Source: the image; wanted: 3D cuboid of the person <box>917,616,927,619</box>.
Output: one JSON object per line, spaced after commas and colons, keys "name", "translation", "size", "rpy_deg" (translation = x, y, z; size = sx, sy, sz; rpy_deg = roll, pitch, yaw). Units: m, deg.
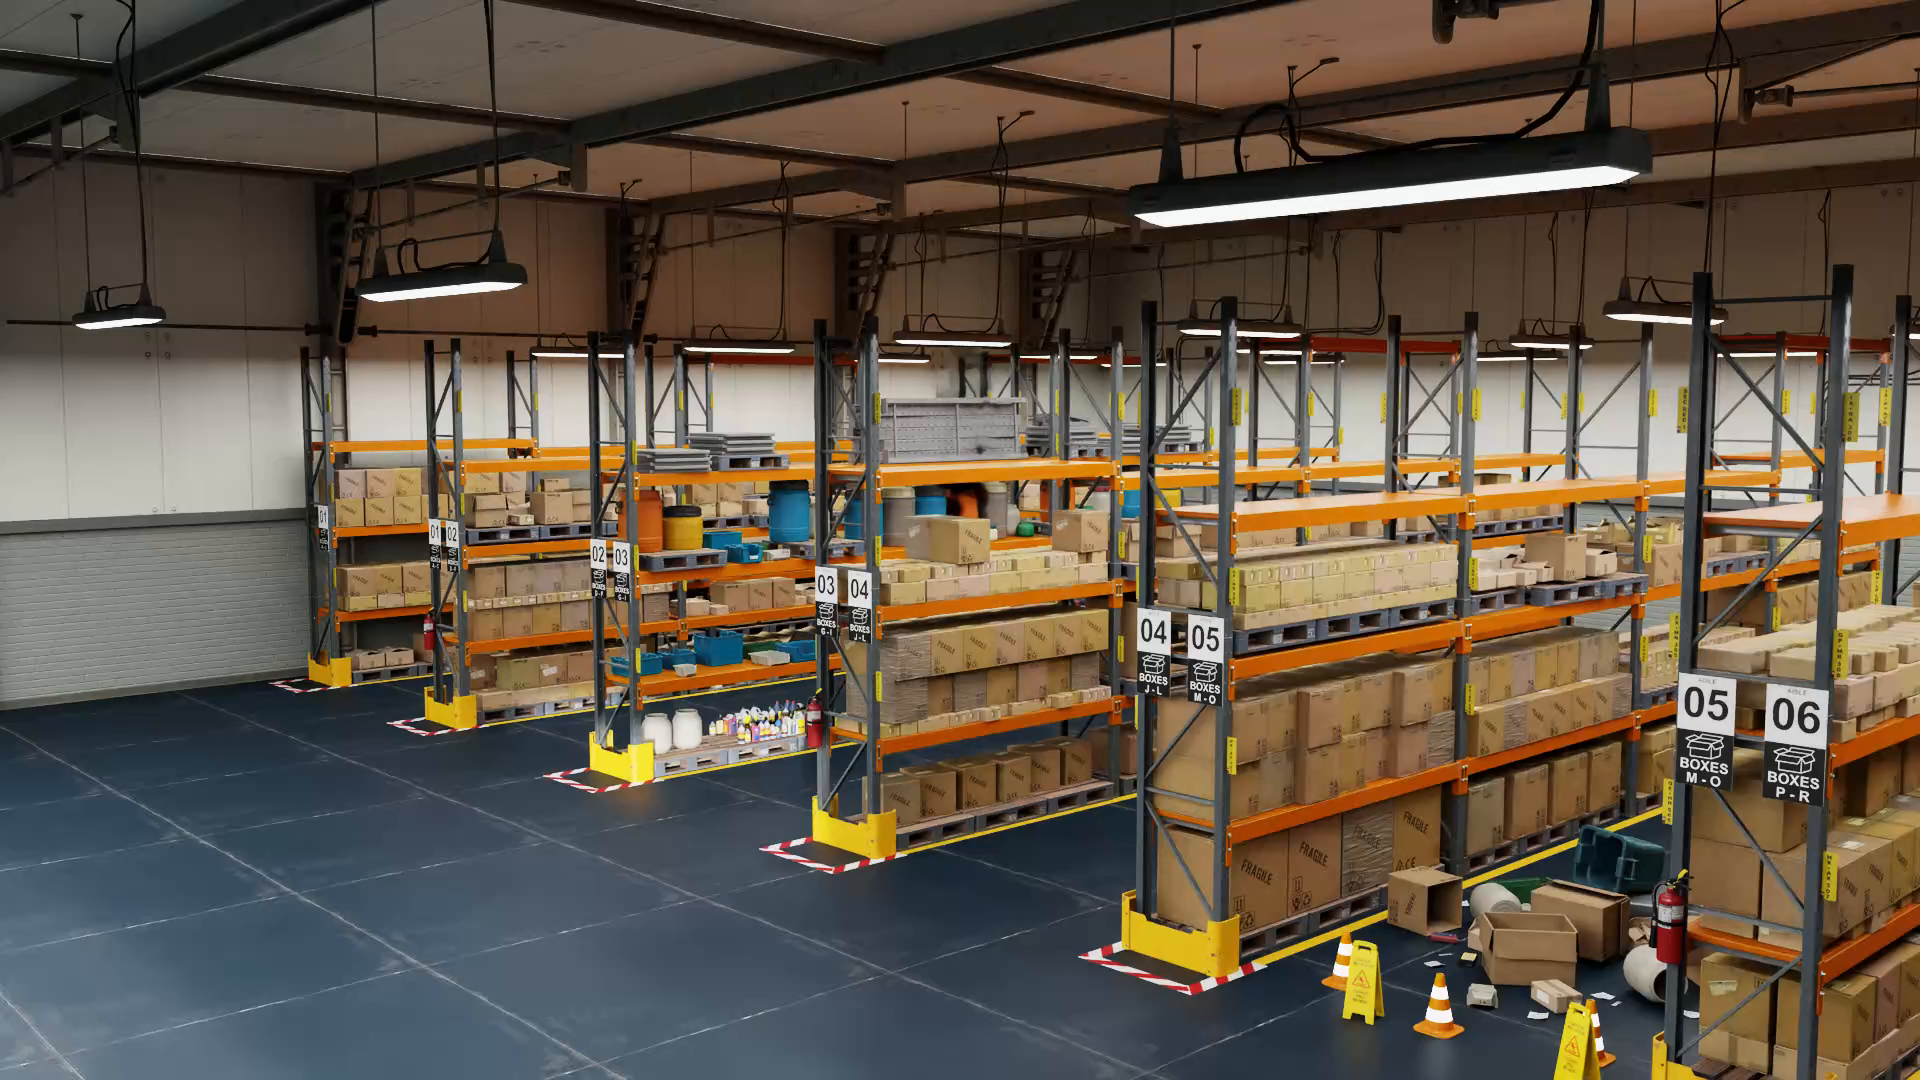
{"name": "person", "translation": [-0.607, 1.437, 29.233], "size": [0.574, 1.734, 0.820], "rpy_deg": [3, 6, 35]}
